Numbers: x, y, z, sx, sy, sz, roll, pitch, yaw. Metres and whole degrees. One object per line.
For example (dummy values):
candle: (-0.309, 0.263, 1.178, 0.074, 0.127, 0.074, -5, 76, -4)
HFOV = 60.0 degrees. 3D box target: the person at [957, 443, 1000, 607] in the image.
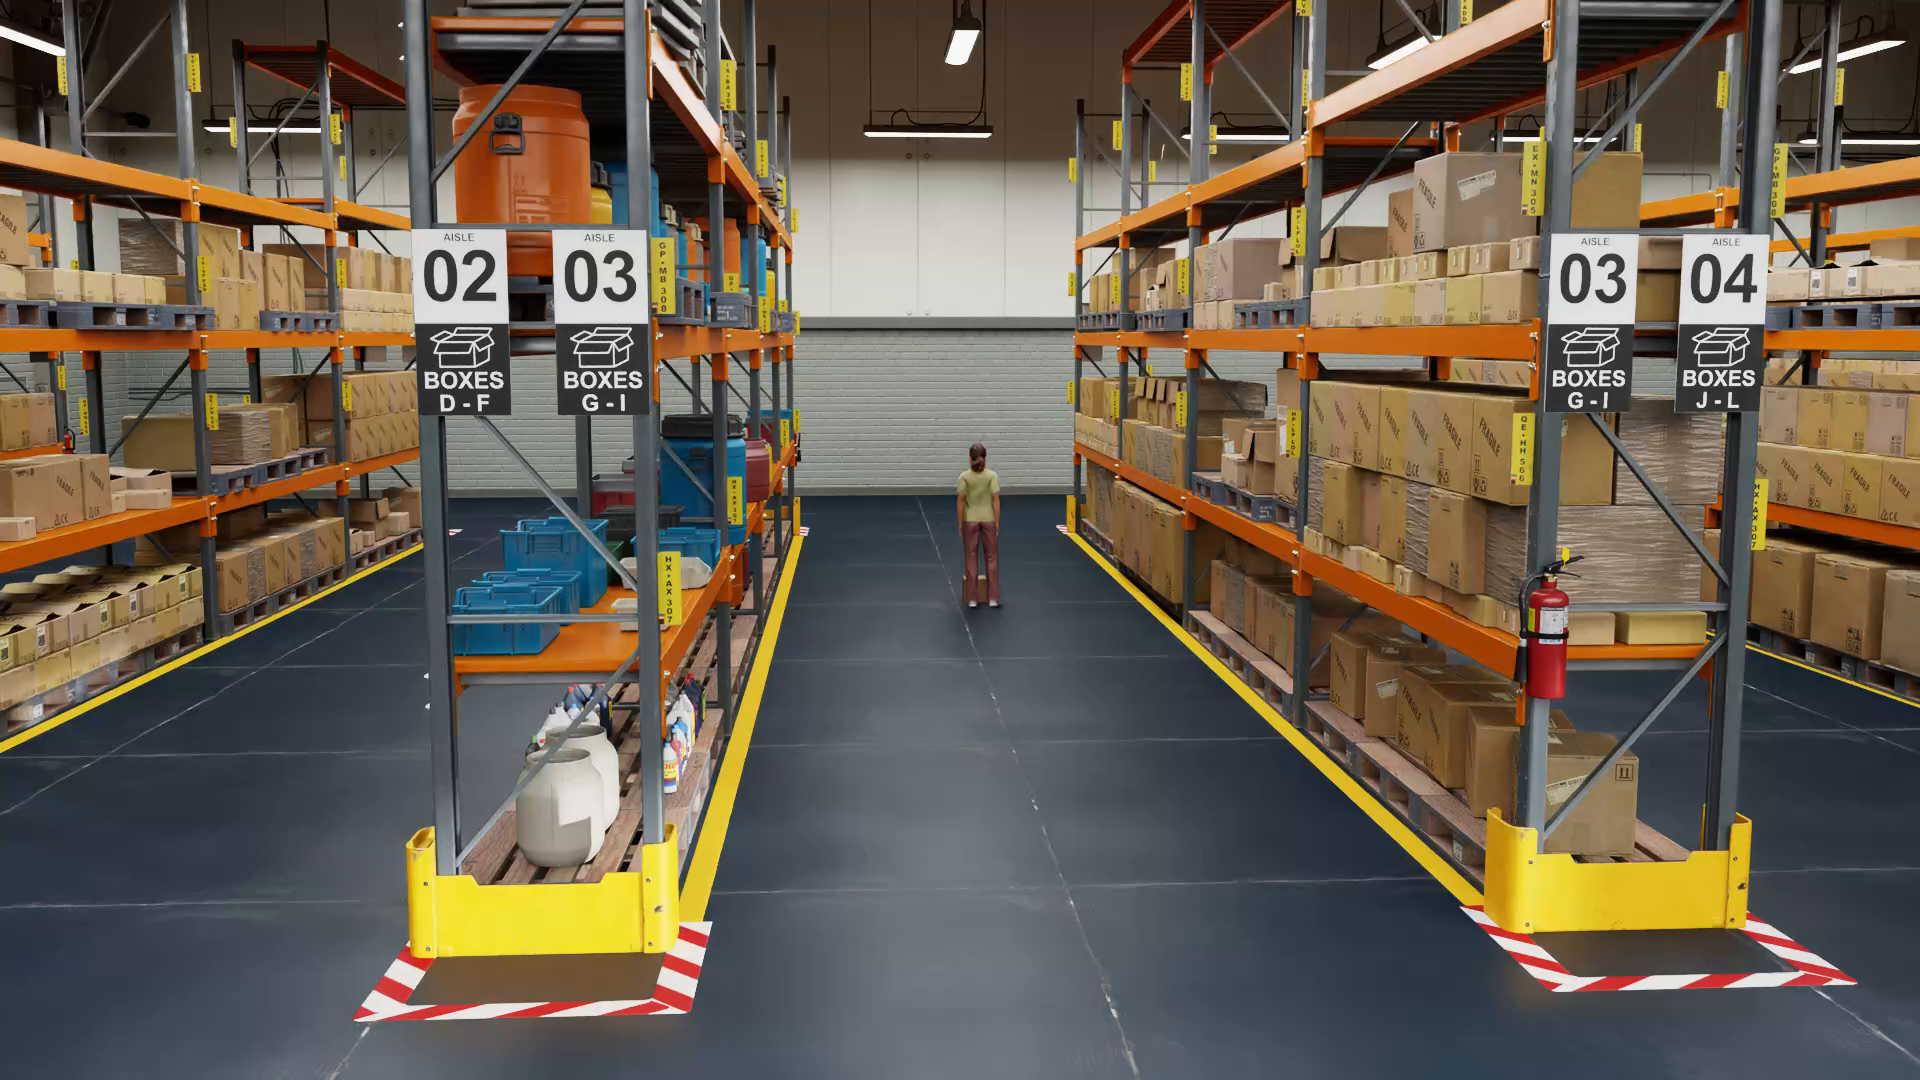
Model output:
person: (0.185, -0.152, 16.918, 0.451, 1.684, 0.433, 0, 7, -4)
